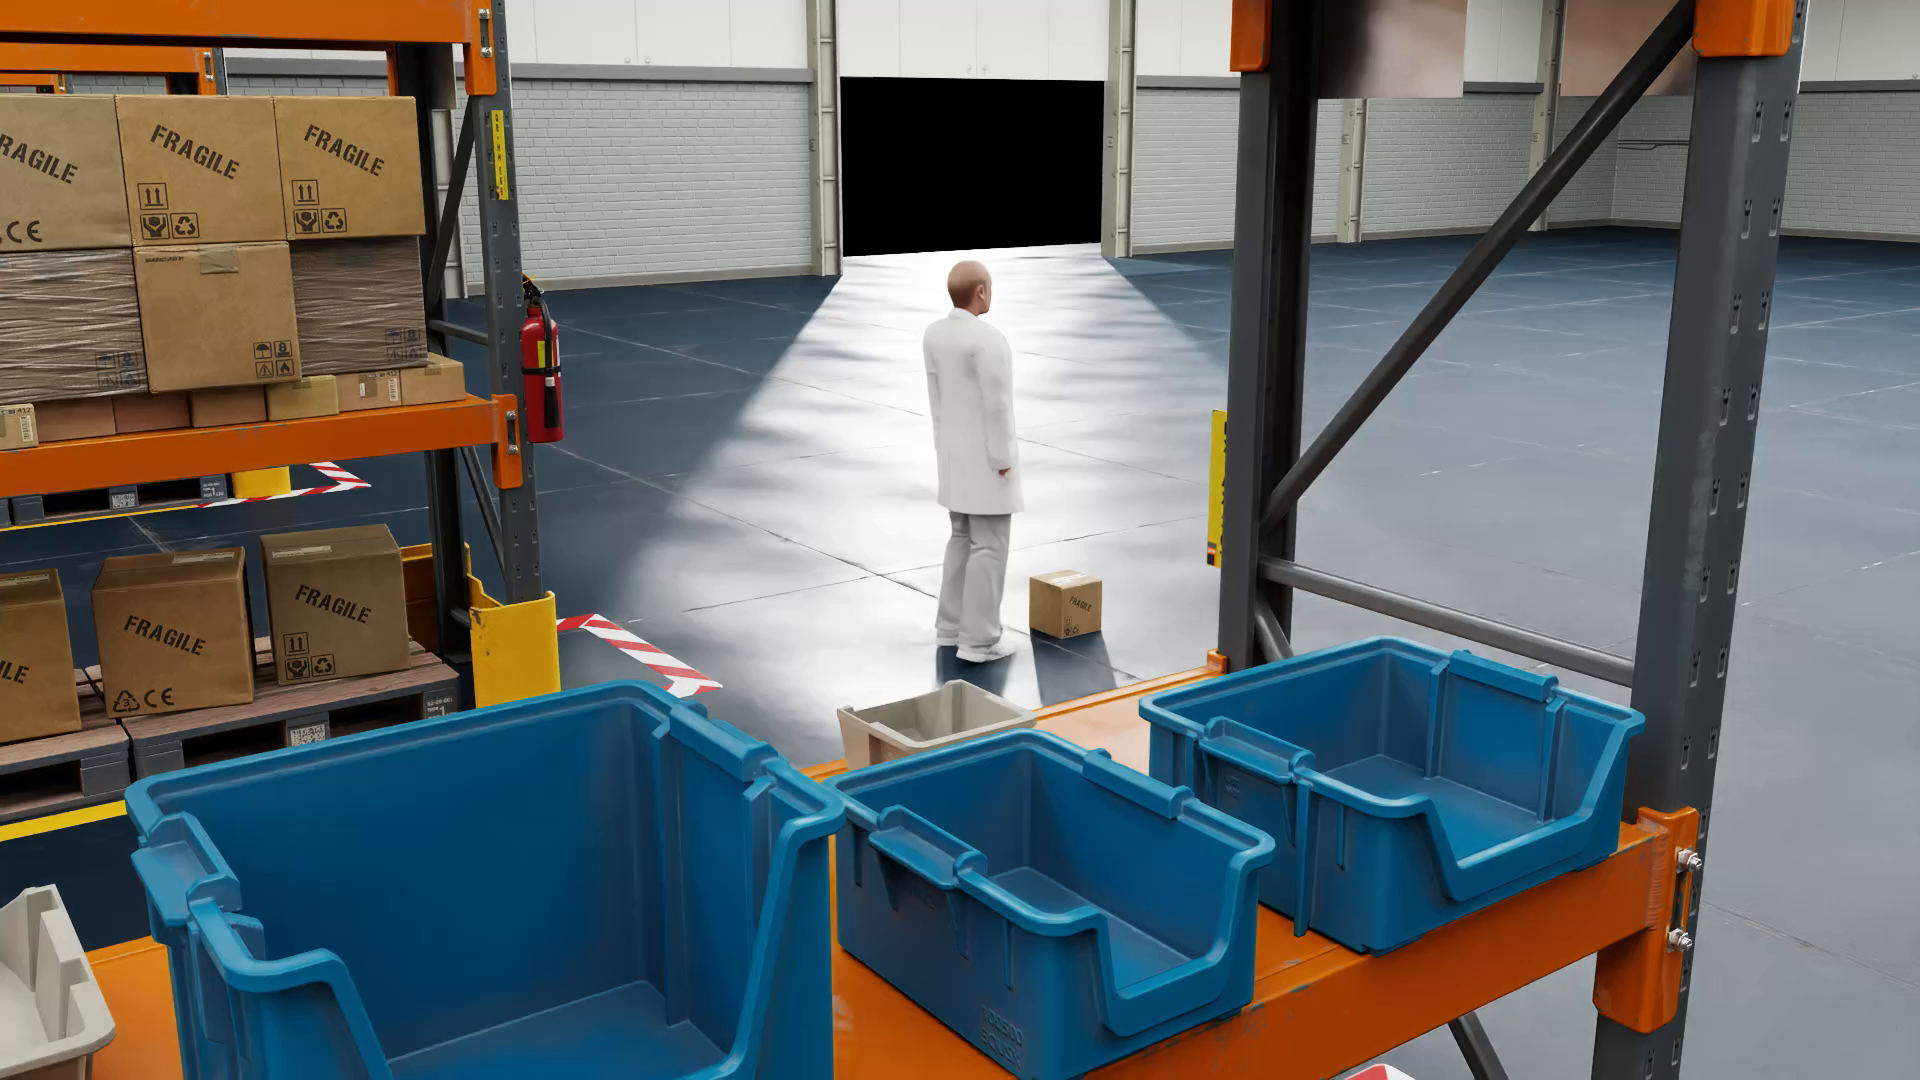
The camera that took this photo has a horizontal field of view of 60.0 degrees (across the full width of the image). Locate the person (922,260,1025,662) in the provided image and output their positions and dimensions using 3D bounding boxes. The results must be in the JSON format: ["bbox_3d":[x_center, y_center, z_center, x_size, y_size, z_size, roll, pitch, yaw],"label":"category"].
[{"bbox_3d":[0.074,-0.301,7.499,0.442,1.708,0.566,-9,17,-33],"label":"person"}]
